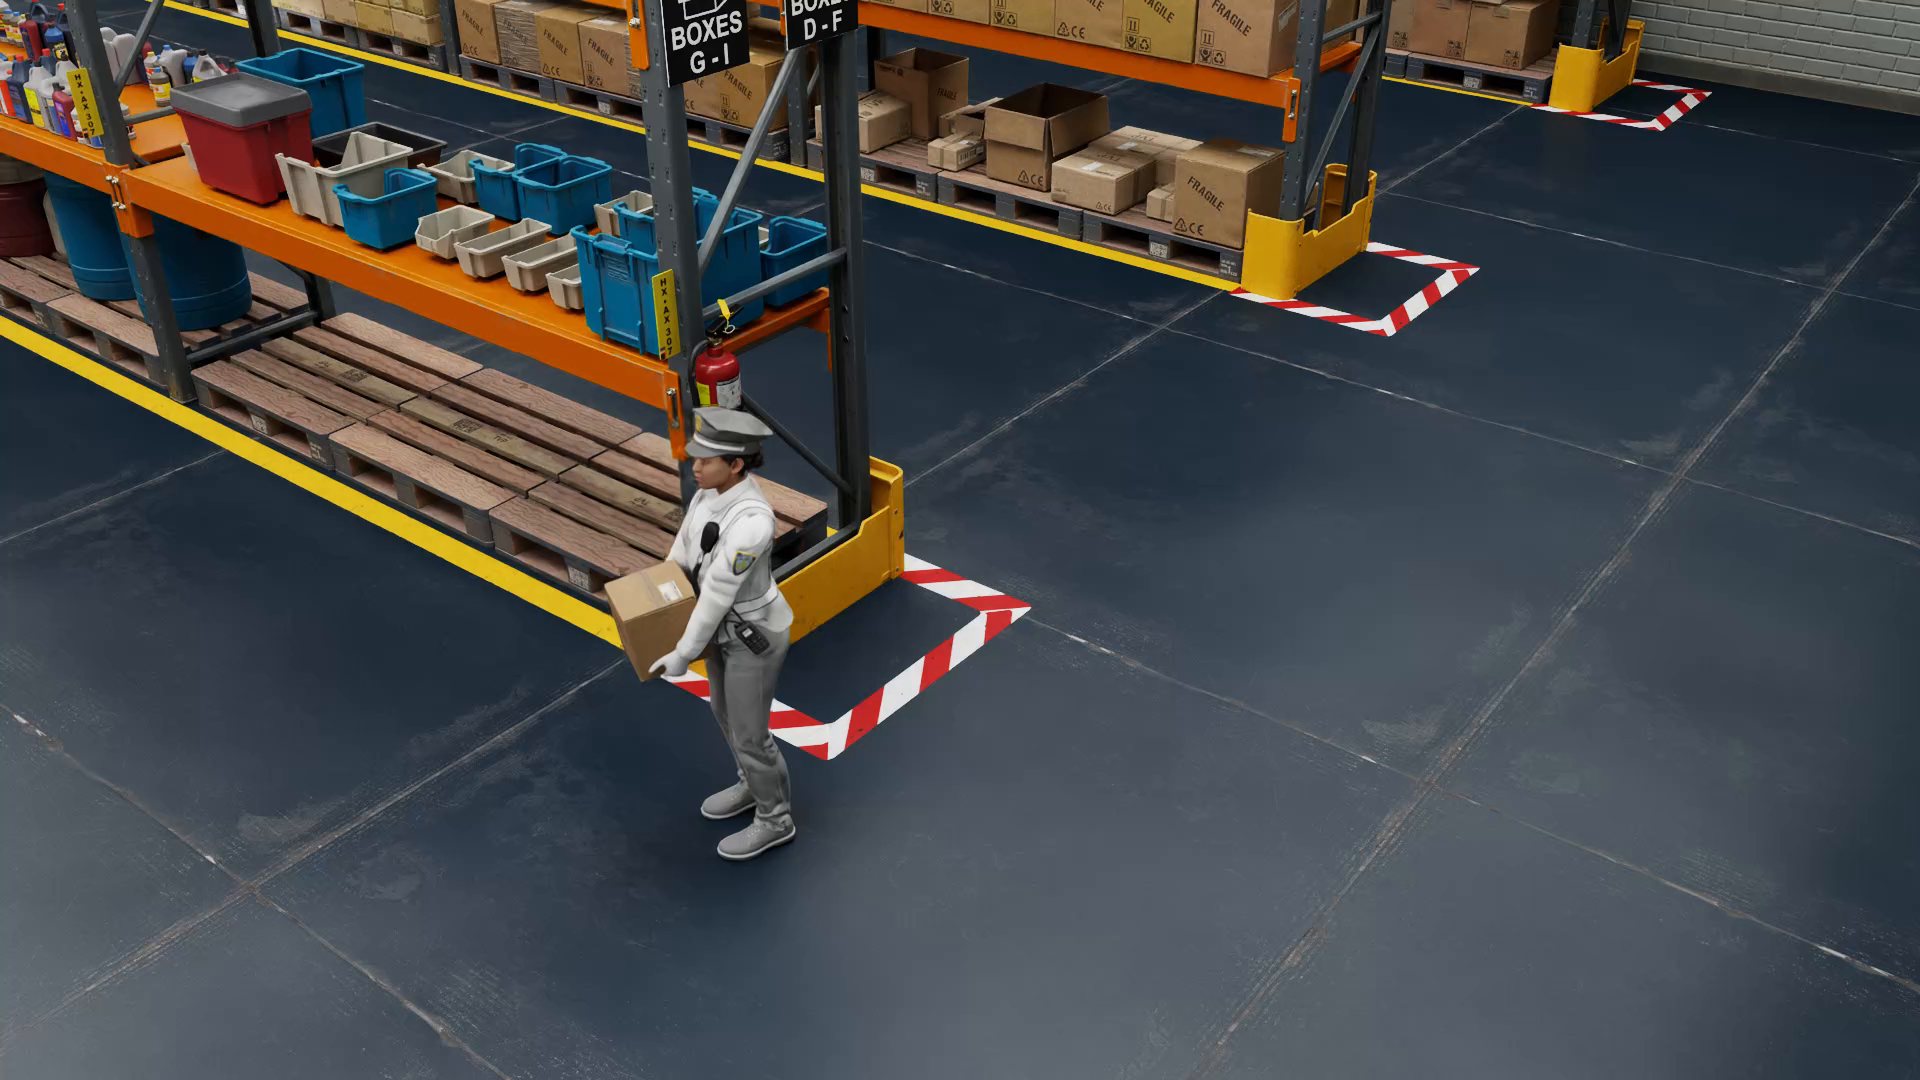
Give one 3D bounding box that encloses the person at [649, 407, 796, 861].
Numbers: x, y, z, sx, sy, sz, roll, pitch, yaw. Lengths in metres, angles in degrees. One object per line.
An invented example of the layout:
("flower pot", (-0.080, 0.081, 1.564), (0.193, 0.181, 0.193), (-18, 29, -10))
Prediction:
("person", (-0.821, 0.330, 5.569), (0.523, 1.689, 0.414), (-12, 33, -20))
